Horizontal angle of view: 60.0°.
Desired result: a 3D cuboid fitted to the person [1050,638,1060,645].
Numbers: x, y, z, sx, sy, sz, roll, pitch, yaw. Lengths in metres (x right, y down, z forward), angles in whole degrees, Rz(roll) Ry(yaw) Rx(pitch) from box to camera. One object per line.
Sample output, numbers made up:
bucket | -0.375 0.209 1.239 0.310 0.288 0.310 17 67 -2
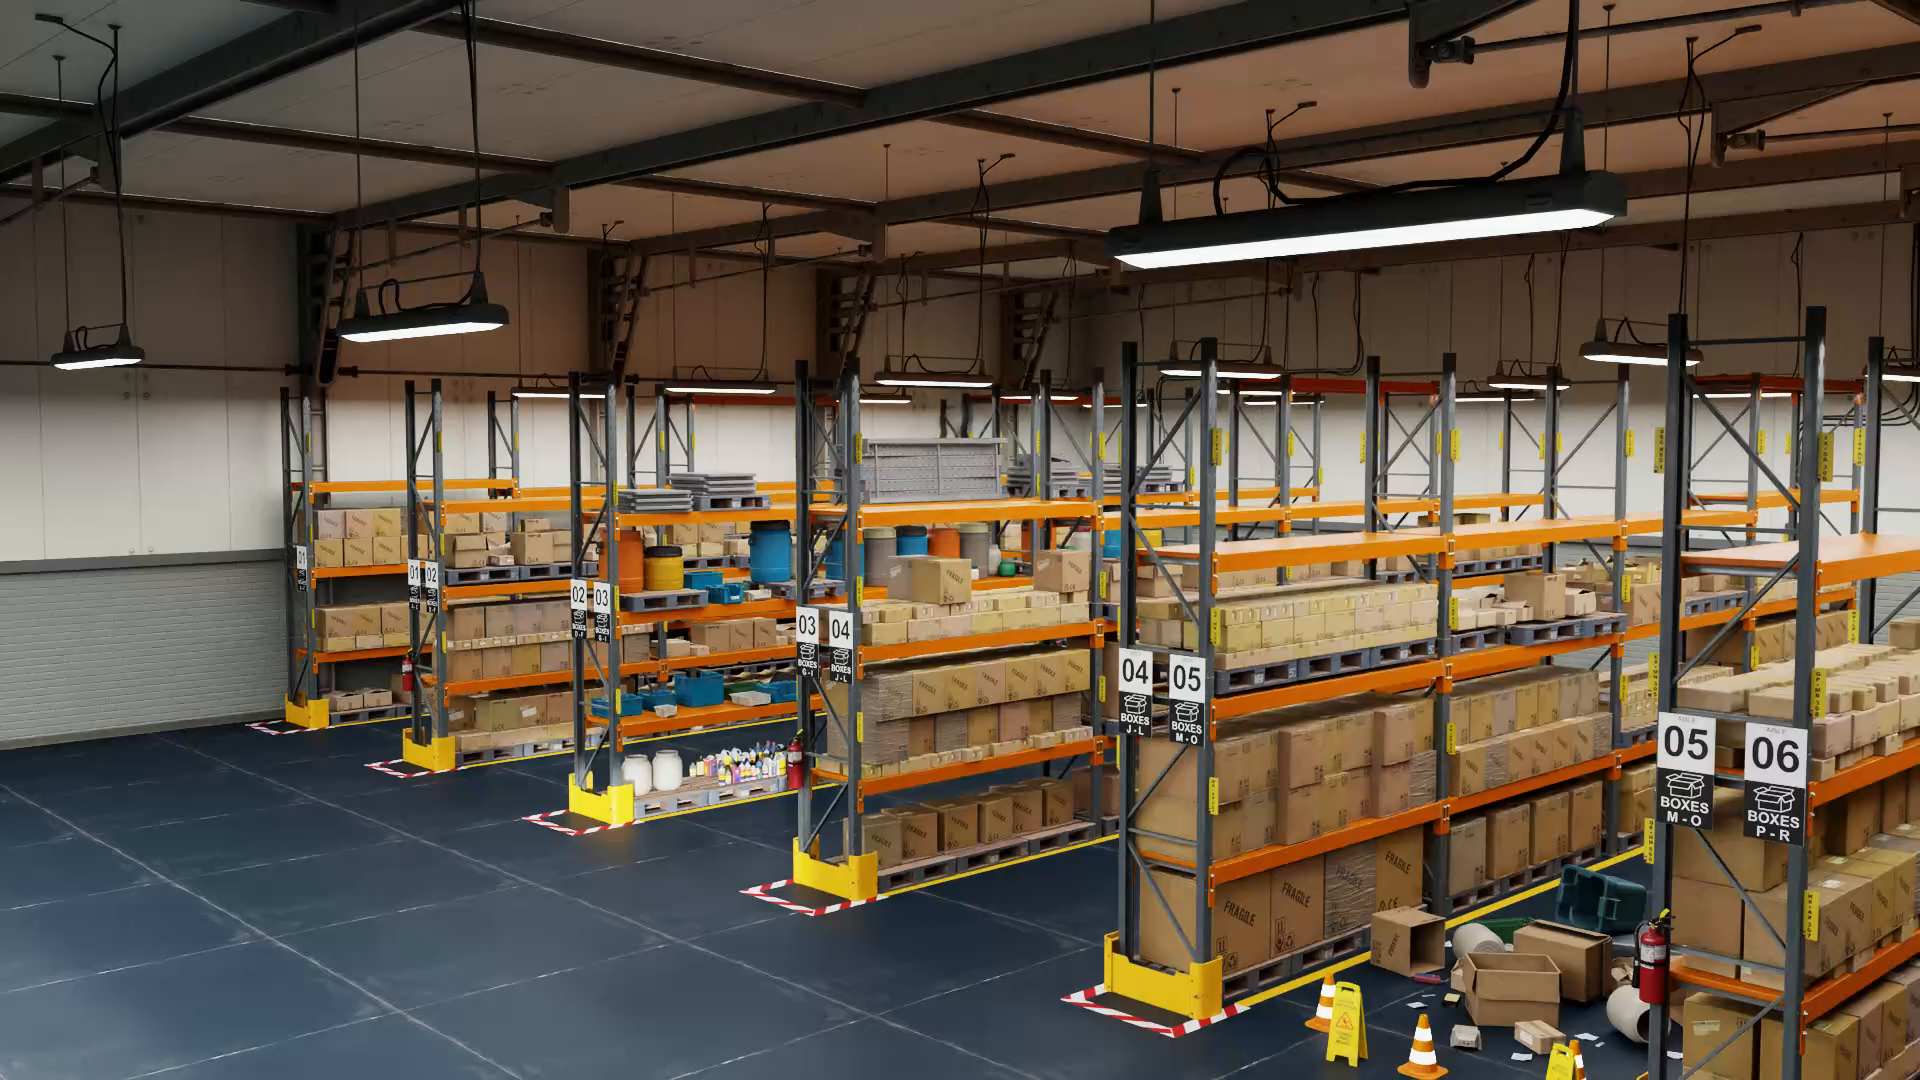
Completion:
person | 1.806 2.015 32.432 0.503 1.661 0.666 2 4 29
